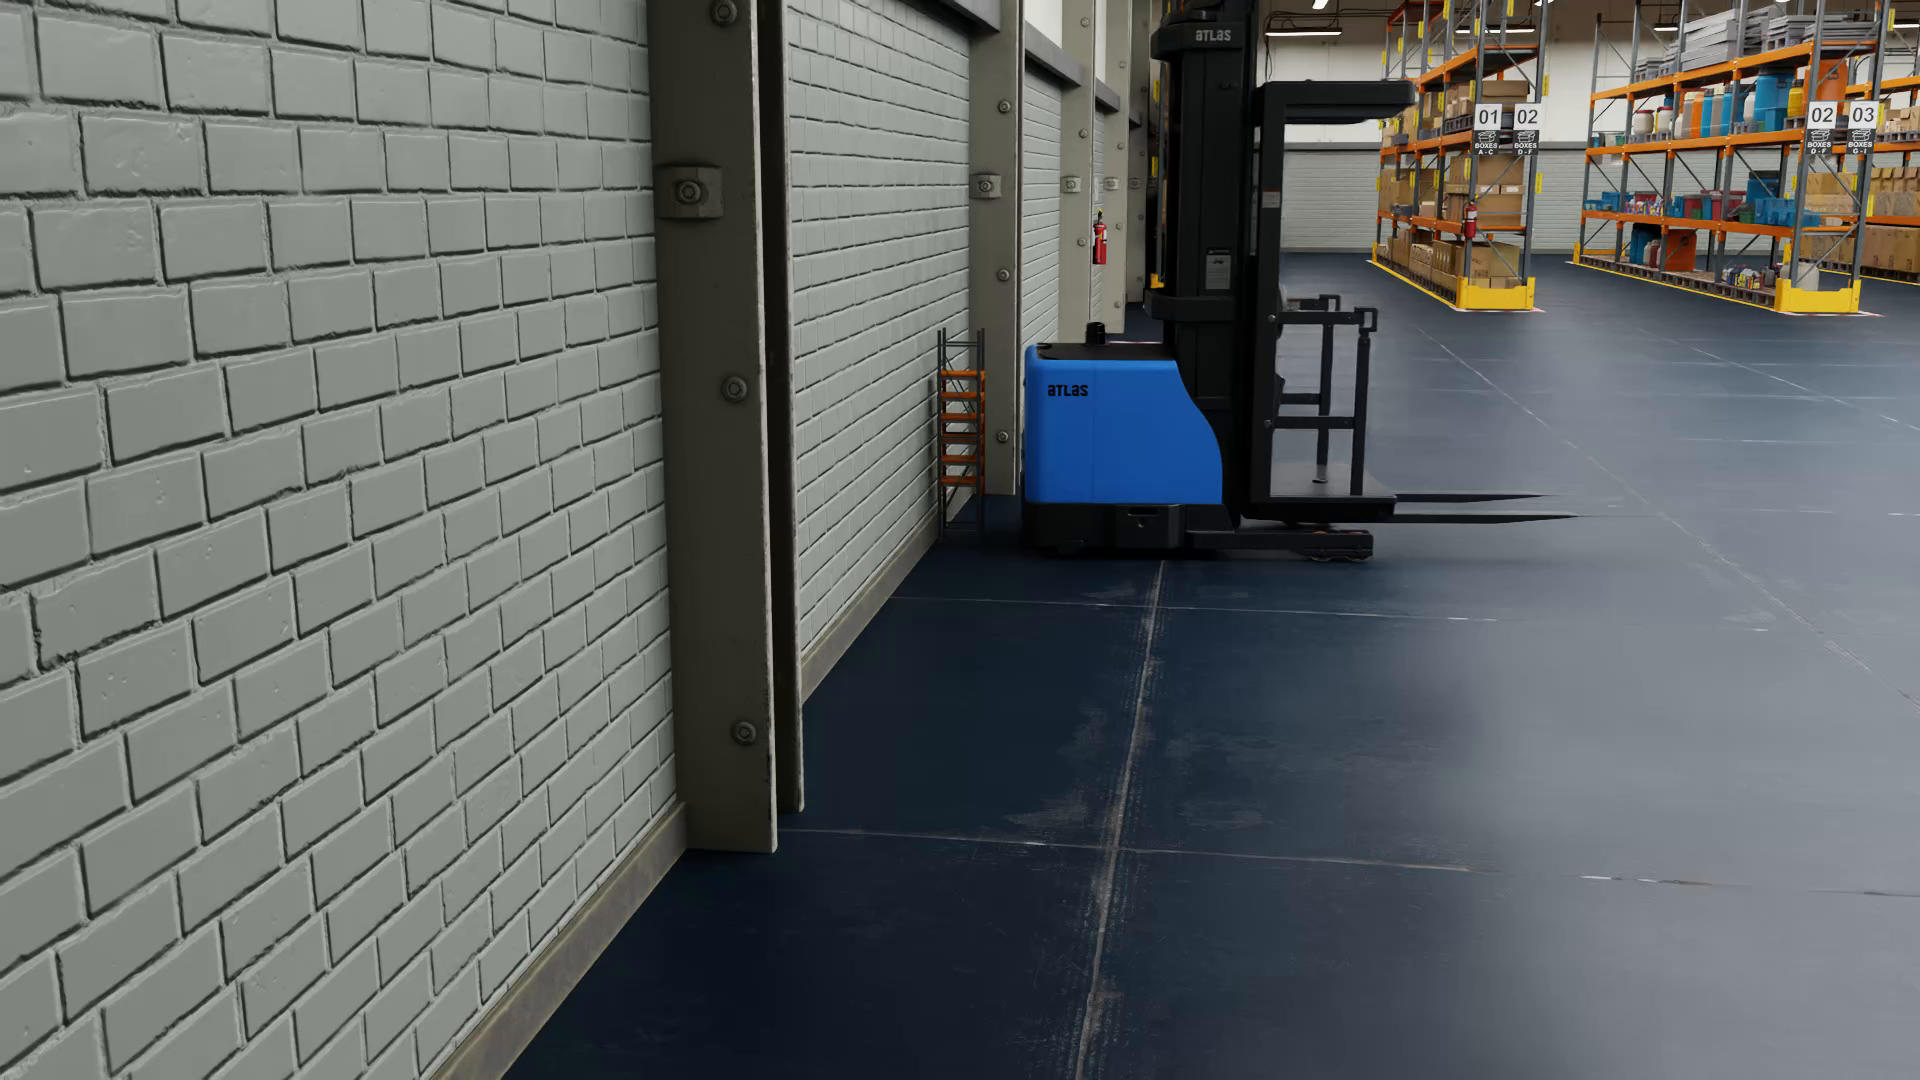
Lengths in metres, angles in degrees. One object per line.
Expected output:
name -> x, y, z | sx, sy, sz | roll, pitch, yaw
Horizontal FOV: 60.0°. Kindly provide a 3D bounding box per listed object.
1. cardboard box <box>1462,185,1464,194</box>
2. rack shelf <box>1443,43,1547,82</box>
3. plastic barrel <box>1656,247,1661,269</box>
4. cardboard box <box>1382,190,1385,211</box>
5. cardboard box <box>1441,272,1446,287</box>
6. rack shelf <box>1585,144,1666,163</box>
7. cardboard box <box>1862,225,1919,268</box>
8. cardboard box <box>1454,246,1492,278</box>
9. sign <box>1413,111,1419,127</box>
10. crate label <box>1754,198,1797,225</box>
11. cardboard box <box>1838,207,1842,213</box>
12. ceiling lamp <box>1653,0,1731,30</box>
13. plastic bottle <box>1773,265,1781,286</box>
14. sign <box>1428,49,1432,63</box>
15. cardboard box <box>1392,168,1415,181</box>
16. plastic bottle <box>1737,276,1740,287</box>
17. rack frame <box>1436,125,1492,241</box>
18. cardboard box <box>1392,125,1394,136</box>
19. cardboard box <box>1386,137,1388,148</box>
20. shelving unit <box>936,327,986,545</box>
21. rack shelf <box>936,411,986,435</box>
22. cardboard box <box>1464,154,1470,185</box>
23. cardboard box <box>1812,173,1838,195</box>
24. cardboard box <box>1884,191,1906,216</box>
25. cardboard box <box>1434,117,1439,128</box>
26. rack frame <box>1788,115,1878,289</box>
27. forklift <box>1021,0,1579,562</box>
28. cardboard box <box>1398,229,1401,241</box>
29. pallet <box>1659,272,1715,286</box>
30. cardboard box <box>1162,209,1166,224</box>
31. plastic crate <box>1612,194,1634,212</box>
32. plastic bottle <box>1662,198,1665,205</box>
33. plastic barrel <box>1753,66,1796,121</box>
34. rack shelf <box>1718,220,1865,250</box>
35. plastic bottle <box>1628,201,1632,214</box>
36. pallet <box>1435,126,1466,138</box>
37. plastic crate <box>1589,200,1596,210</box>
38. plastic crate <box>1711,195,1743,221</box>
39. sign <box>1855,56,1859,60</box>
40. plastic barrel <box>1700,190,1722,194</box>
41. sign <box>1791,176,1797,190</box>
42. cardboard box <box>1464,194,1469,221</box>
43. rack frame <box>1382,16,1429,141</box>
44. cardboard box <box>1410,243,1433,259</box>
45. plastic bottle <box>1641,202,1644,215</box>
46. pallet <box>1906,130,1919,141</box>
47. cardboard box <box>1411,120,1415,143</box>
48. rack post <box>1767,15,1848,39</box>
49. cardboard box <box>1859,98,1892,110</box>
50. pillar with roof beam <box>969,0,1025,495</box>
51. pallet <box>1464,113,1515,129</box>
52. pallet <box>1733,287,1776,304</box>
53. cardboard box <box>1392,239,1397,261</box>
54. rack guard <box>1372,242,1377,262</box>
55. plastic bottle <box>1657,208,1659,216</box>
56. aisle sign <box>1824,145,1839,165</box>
cardboard box -> 8.710, -5.942, 28.169 | 0.380, 0.149, 0.250 | 2, 12, 10
rack shelf -> 8.949, -8.023, 28.017 | 1.077, 0.370, 4.000 | 2, 12, 9
plastic barrel -> 14.823, -5.937, 34.830 | 0.421, 0.512, 0.421 | 0, 12, 0
cardboard box -> 10.619, -8.305, 40.671 | 0.500, 0.500, 0.500 | 2, 12, 8
cardboard box -> 8.651, -4.516, 28.858 | 0.500, 0.250, 0.500 | 2, 12, 9
rack shelf -> 15.688, -9.089, 39.134 | 1.077, 0.370, 4.000 | 2, 12, 9
cardboard box -> 20.060, -6.244, 35.393 | 1.225, 0.875, 0.875 | 1, 12, 7
cardboard box -> 8.430, -4.570, 27.329 | 0.500, 0.500, 0.500 | 2, 12, 9
sign -> 9.336, -8.623, 34.040 | 0.100, 0.325, 0.005 | 2, 12, 9
crate label -> 13.551, -5.469, 27.666 | 0.502, 0.435, 0.616 | 2, 12, 9
cardboard box -> 20.077, -7.456, 37.564 | 0.380, 0.149, 0.250 | 2, 12, 8
ceiling lamp -> 18.897, -14.654, 42.273 | 2.000, 3.185, 0.800 | 2, 12, 9
plastic bottle -> 14.307, -4.629, 29.097 | 0.144, 0.351, 0.185 | 1, 12, 6
sign -> 11.647, -11.996, 41.204 | 0.100, 0.325, 0.005 | 2, 12, 9
cardboard box -> 10.309, -8.370, 38.602 | 0.500, 0.500, 0.500 | 2, 12, 9
plastic bottle -> 13.521, -4.487, 28.794 | 0.097, 0.201, 0.097 | 0, 12, 0
rack frame -> 9.257, -6.054, 30.463 | 1.000, 3.000, 0.127 | 2, 12, 9
cardboard box -> 10.374, -9.570, 38.831 | 0.500, 0.250, 0.500 | 2, 12, 9
cardboard box -> 10.607, -9.638, 40.332 | 0.500, 0.250, 0.500 | 2, 12, 9
shelving unit -> 0.007, -0.584, 9.354 | 0.258, 1.200, 0.189 | 2, 12, 8
rack shelf -> 0.007, -0.658, 9.338 | 0.258, 0.103, 0.180 | 2, 12, 8
cardboard box -> 8.886, -6.226, 27.948 | 0.700, 0.500, 0.500 | 2, 12, 9
cardboard box -> 20.399, -8.365, 39.059 | 0.500, 0.500, 0.500 | 2, 12, 7
cardboard box -> 19.729, -7.042, 34.811 | 0.500, 0.500, 0.500 | 2, 12, 10
cardboard box -> 9.858, -8.388, 33.536 | 0.500, 0.250, 0.500 | 1, 12, 4
rack frame -> 13.535, -5.060, 25.851 | 1.000, 3.000, 0.127 | 2, 12, 9
forklift -> 1.870, -1.427, 9.157 | 3.031, 2.935, 1.130 | 0, 12, 2
cardboard box -> 10.018, -6.778, 36.932 | 0.500, 0.250, 0.500 | 2, 12, 9
pallet -> 14.608, -5.202, 33.130 | 1.003, 0.211, 1.213 | 2, 12, 9
cardboard box -> 3.626, -5.421, 27.835 | 0.500, 0.250, 0.500 | 2, 12, 9
plastic crate -> 15.116, -7.687, 37.940 | 0.392, 0.384, 0.575 | 2, 12, 9
plastic bottle -> 15.392, -7.298, 36.353 | 0.144, 0.351, 0.185 | 2, 12, 9
plastic barrel -> 13.892, -7.605, 28.356 | 0.600, 0.901, 0.708 | 2, 12, 9
rack shelf -> 13.843, -5.124, 27.859 | 1.077, 0.370, 4.000 | 2, 12, 9
plastic bottle -> 14.868, -7.360, 36.829 | 0.097, 0.271, 0.097 | 0, 12, 0
pallet -> 9.379, -7.610, 31.021 | 0.805, 0.209, 1.217 | 1, 12, 6
plastic crate -> 15.532, -8.160, 40.492 | 0.416, 0.233, 0.300 | 2, 12, 9
plastic crate -> 13.923, -6.034, 30.222 | 0.402, 0.464, 0.583 | 2, 12, 9
sign -> 21.424, -11.637, 39.727 | 0.100, 0.325, 0.005 | 2, 12, 9
plastic barrel -> 14.994, -6.685, 33.070 | 0.600, 0.536, 0.708 | 2, 12, 9
sign -> 20.343, -8.711, 40.551 | 0.100, 0.325, 0.005 | 2, 12, 9
cardboard box -> 8.884, -5.579, 28.025 | 0.700, 0.500, 0.500 | 2, 12, 9
rack frame -> 11.102, -11.484, 41.422 | 1.000, 3.000, 0.127 | 2, 12, 9
cardboard box -> 9.501, -5.922, 34.051 | 0.500, 0.311, 0.500 | 2, 12, 11
plastic bottle -> 14.695, -7.126, 35.746 | 0.097, 0.271, 0.097 | 0, 12, 0
pallet -> 19.706, -8.074, 33.168 | 1.213, 0.211, 1.003 | 2, 12, 11
cardboard box -> 9.984, -8.600, 34.919 | 0.910, 0.500, 0.500 | 2, 12, 9
rack post -> 13.802, -8.360, 27.103 | 0.937, 0.300, 0.954 | 2, 12, 8
cardboard box -> 20.426, -9.729, 37.145 | 0.500, 0.250, 0.500 | 1, 12, 5
pillar with roof beam -> 4.485, -4.601, 9.481 | 9.100, 9.000, 0.400 | 2, 12, 9
pallet -> 8.776, -6.790, 26.972 | 1.003, 0.211, 1.213 | 2, 12, 9
pallet -> 13.821, -4.136, 28.184 | 1.003, 0.211, 1.213 | 2, 12, 9
cardboard box -> 10.172, -6.619, 37.977 | 0.500, 0.500, 0.500 | 1, 12, 6
rack guard -> 11.091, -7.314, 42.244 | 1.175, 0.500, 0.348 | 2, 12, 9
plastic bottle -> 14.478, -6.797, 34.386 | 0.097, 0.201, 0.097 | 0, 12, 0
aisle sign -> 21.198, -9.506, 40.312 | 0.394, 0.787, 0.004 | 2, 12, 9
